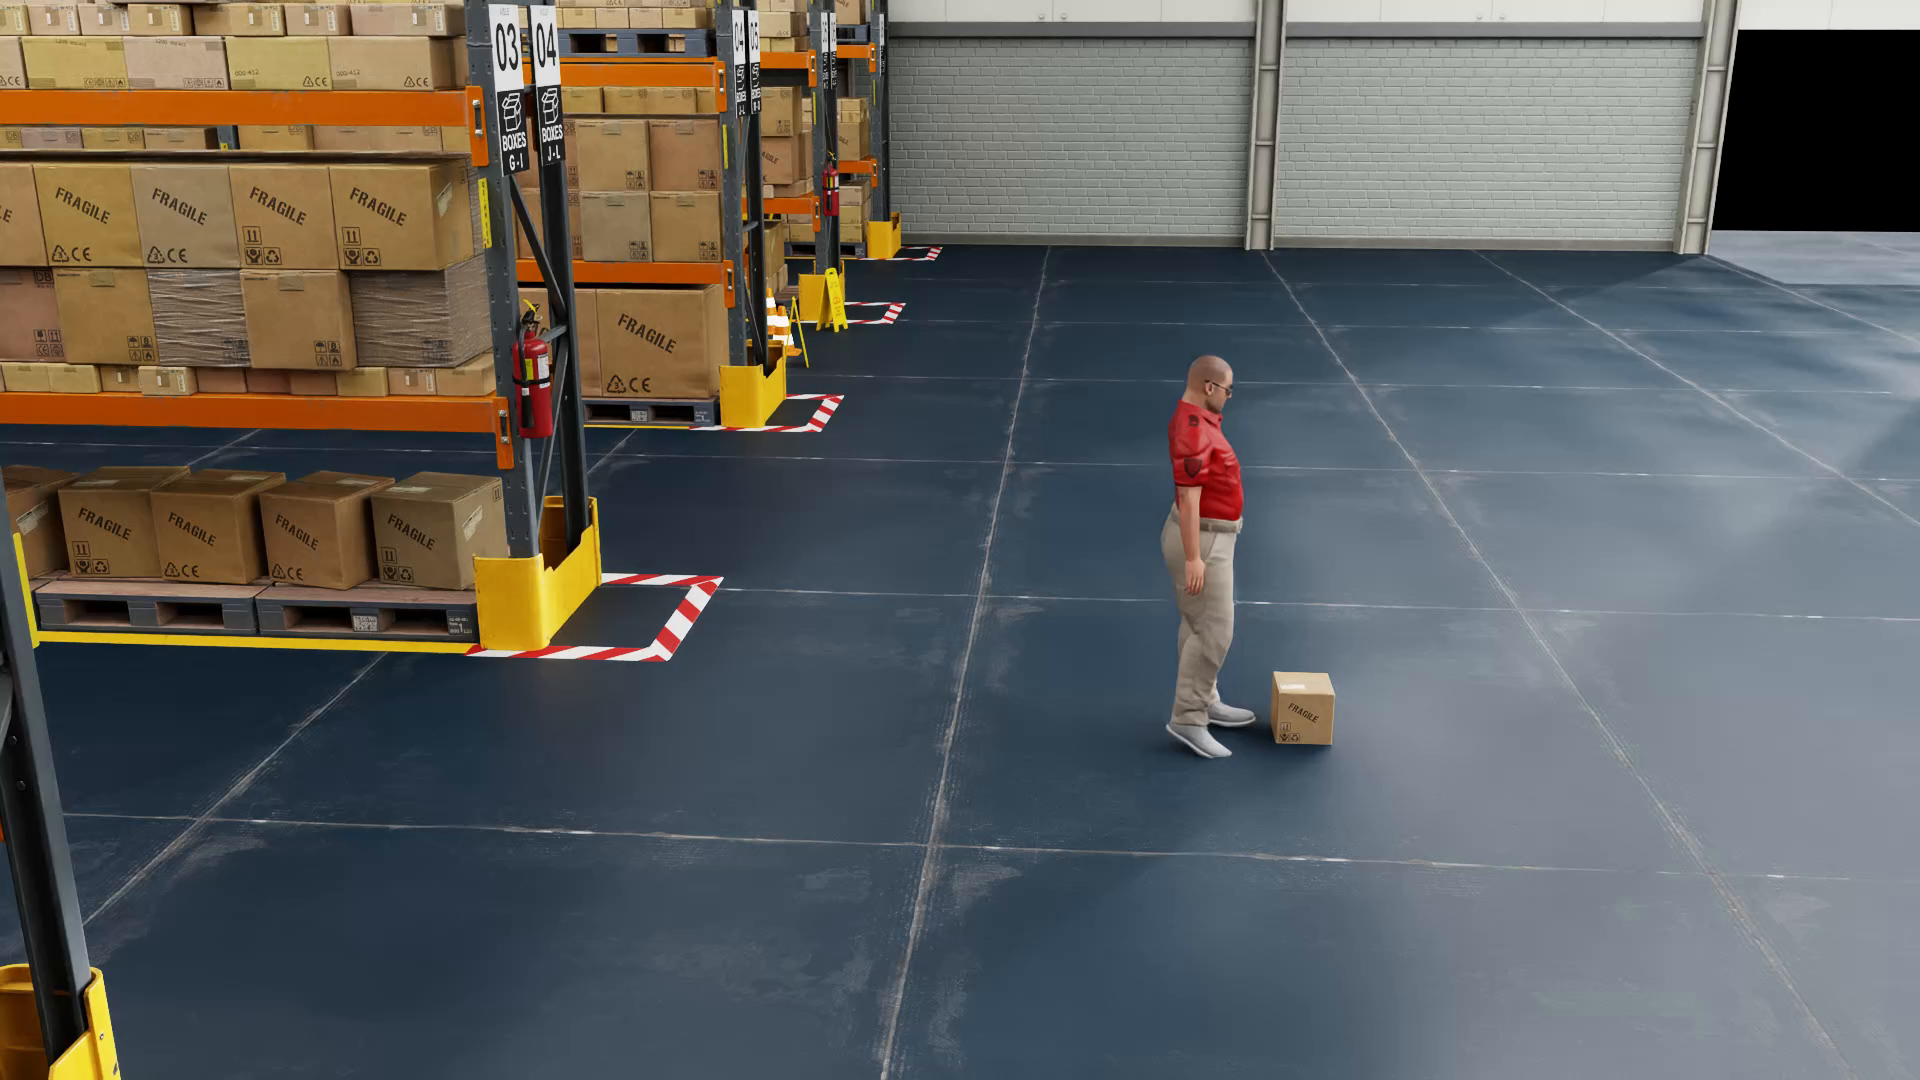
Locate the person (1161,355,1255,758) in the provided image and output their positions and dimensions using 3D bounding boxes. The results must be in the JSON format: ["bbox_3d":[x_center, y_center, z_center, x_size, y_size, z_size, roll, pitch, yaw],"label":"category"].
[{"bbox_3d":[1.128,0.069,7.403,0.463,1.786,0.589,1,17,3],"label":"person"}]
